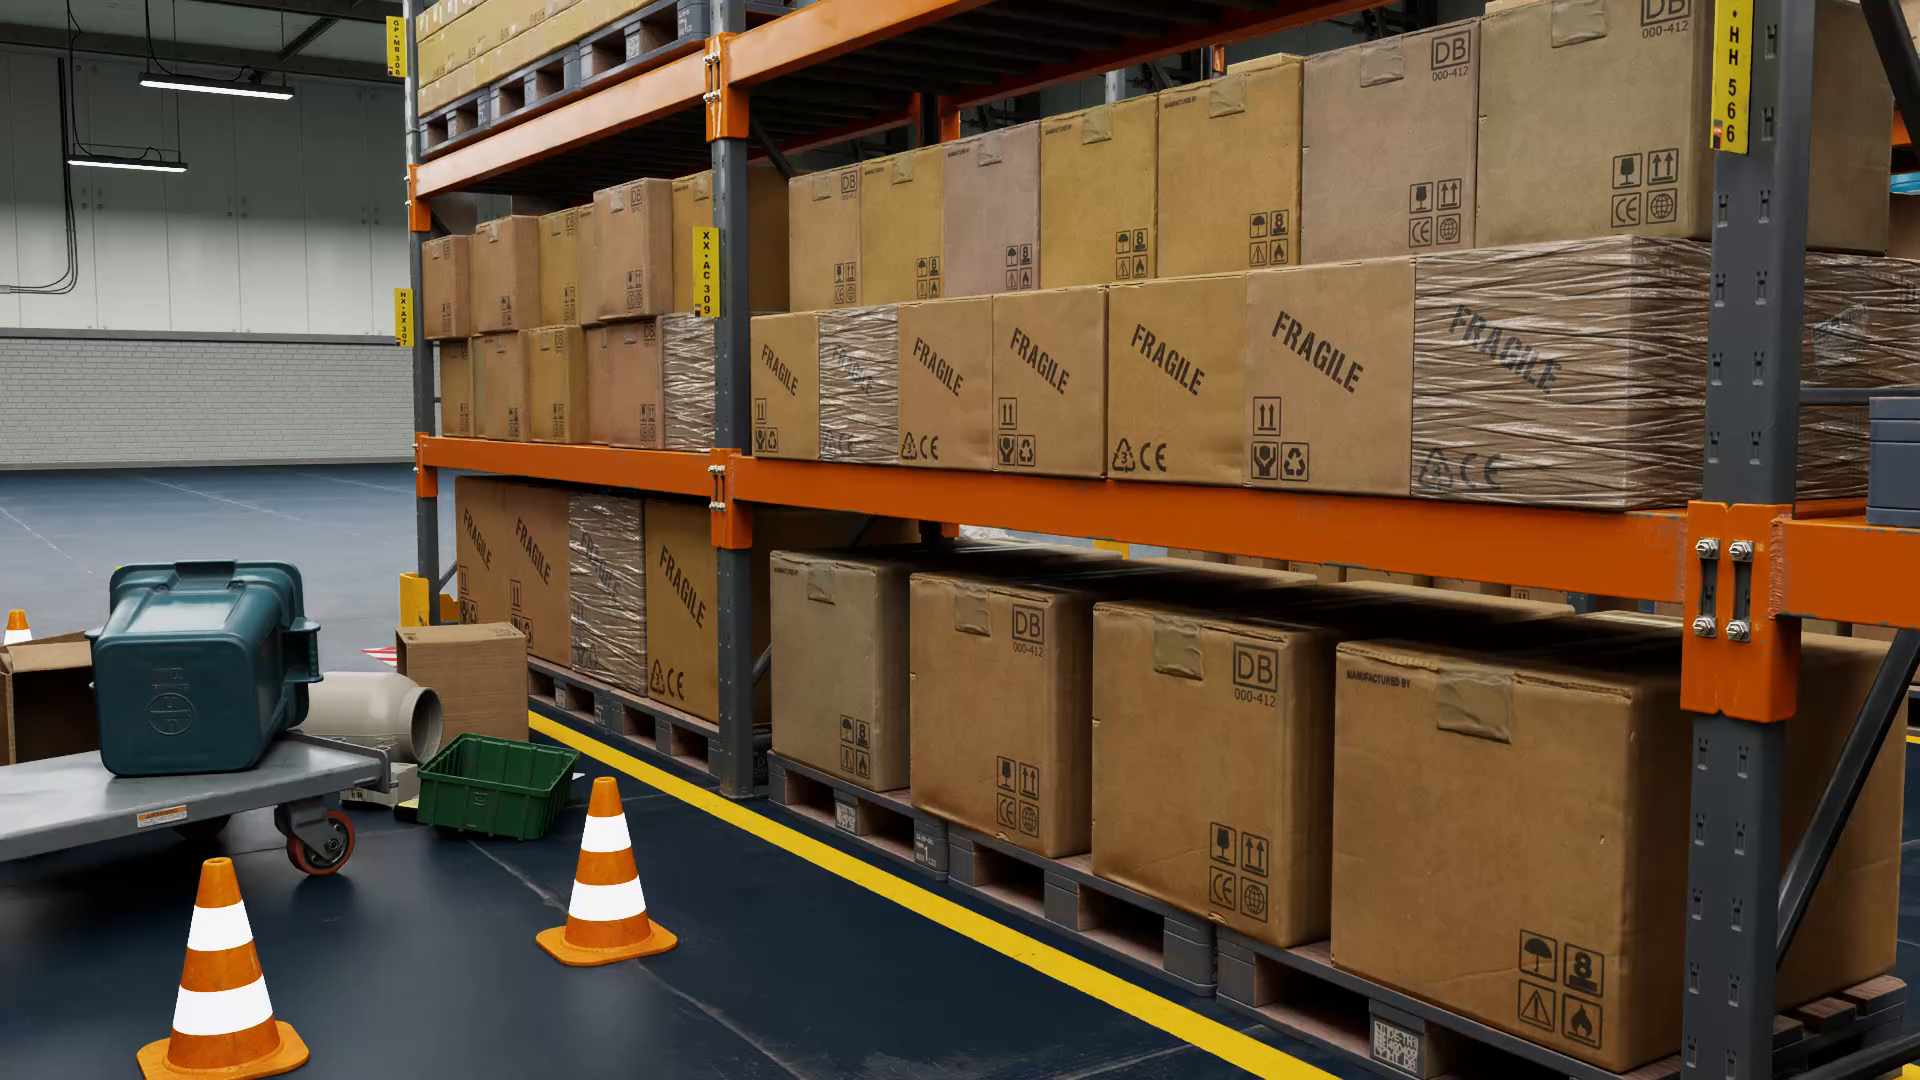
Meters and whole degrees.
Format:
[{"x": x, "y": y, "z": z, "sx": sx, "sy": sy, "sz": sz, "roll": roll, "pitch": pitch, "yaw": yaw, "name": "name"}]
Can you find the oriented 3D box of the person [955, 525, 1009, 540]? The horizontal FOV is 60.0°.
[{"x": 0.109, "y": 0.181, "z": 10.226, "sx": 0.491, "sy": 0.959, "sz": 0.832, "roll": -3, "pitch": 6, "yaw": -34, "name": "person"}]
